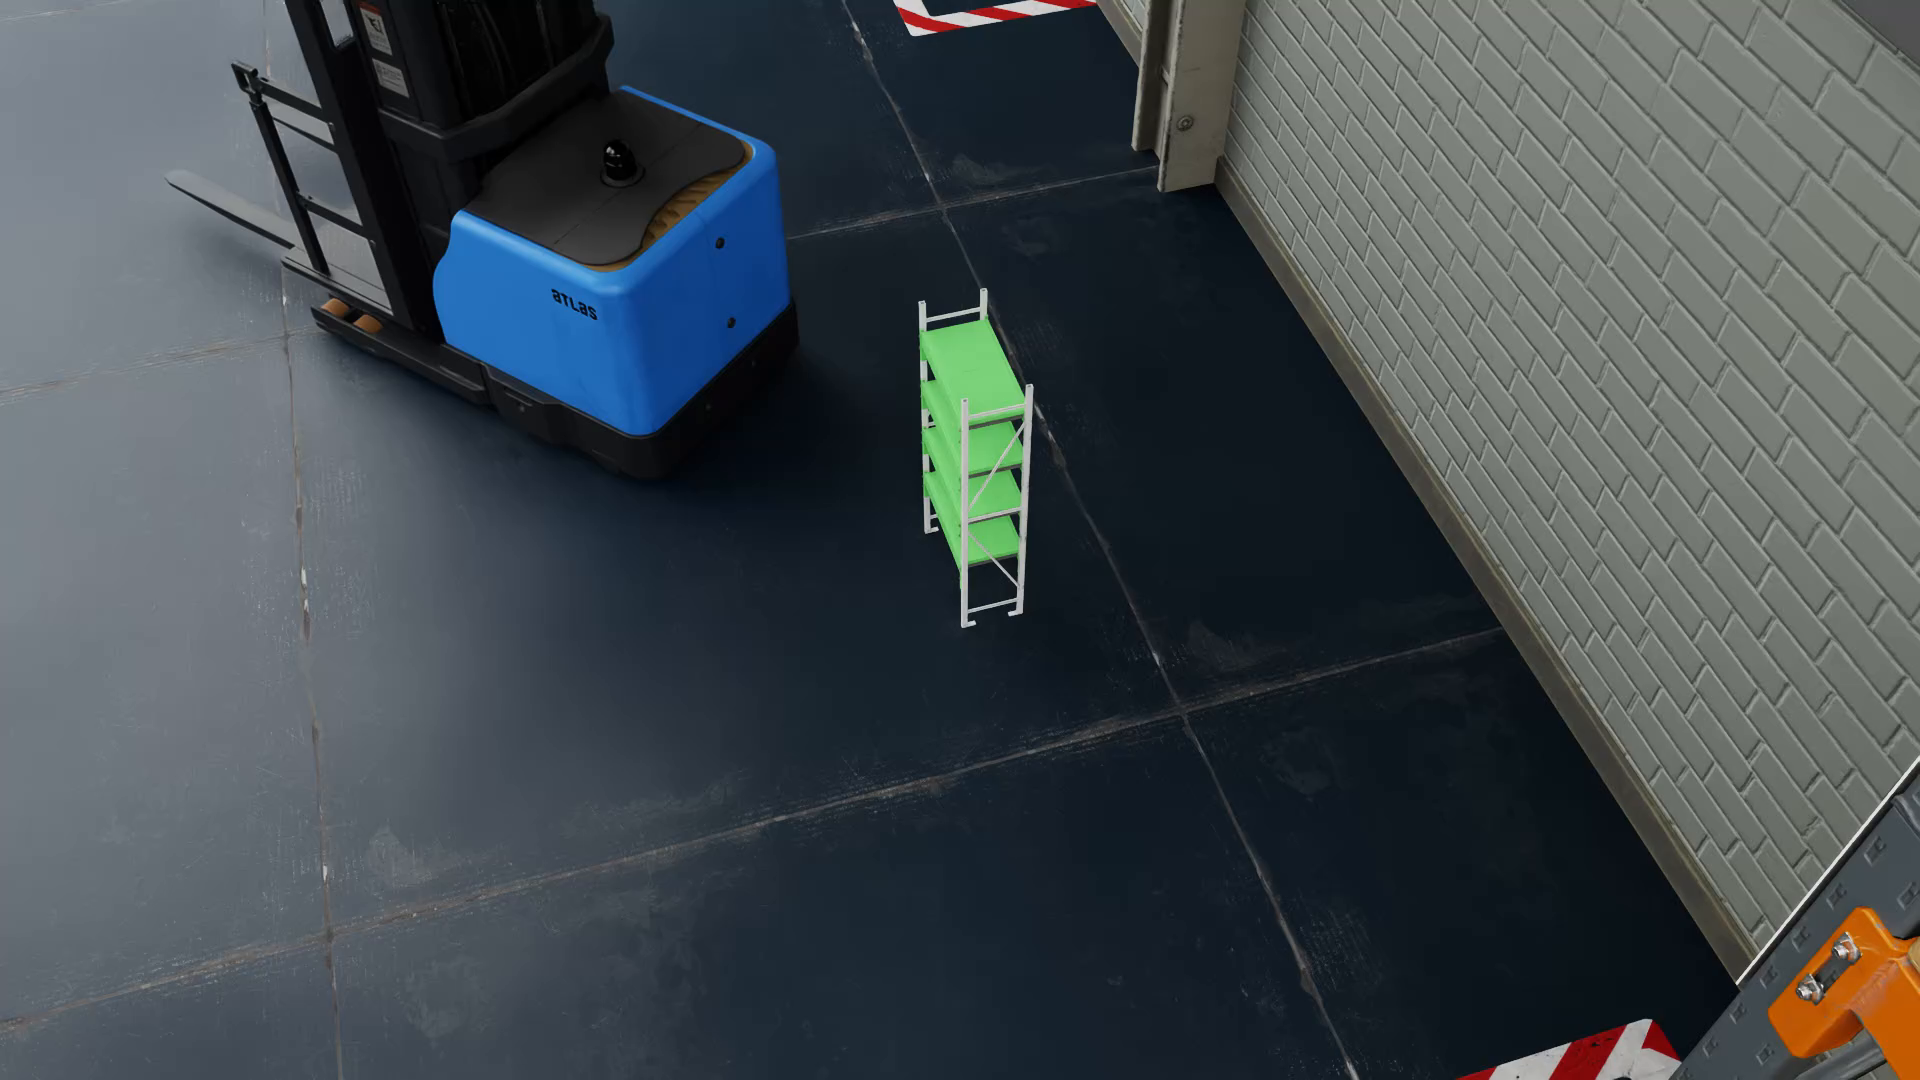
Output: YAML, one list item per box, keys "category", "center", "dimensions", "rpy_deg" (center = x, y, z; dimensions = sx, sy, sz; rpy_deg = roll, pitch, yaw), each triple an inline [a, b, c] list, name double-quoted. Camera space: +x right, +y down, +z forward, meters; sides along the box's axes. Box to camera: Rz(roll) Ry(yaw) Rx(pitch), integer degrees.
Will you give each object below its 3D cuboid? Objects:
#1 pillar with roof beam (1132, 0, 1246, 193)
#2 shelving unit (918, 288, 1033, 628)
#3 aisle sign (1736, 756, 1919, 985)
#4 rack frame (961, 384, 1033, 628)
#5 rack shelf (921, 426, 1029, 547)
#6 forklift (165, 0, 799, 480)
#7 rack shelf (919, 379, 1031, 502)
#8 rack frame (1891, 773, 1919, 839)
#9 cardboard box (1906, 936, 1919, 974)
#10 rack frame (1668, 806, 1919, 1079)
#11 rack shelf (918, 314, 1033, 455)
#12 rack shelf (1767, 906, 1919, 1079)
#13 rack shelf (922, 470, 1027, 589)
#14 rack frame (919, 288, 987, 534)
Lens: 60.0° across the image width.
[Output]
- category: "pillar with roof beam"
  center: [-3.065, -3.763, 3.826]
  dimensions: [9.100, 9.000, 0.400]
  rpy_deg: [-13, 51, -11]
- category: "shelving unit"
  center: [0.049, -0.266, 5.979]
  dimensions: [0.258, 1.200, 0.503]
  rpy_deg: [-13, 51, -11]
- category: "aisle sign"
  center: [1.481, 0.441, 2.506]
  dimensions: [0.394, 0.787, 0.004]
  rpy_deg: [-13, 51, -11]
- category: "rack frame"
  center: [0.121, -0.088, 5.829]
  dimensions: [0.240, 1.200, 0.015]
  rpy_deg: [-13, 51, -11]
- category: "rack shelf"
  center: [0.049, -0.225, 6.028]
  dimensions: [0.258, 0.148, 0.480]
  rpy_deg: [-13, 51, -11]
- category: "forklift"
  center: [-2.212, -2.068, 6.366]
  dimensions: [3.031, 2.935, 1.130]
  rpy_deg: [26, 55, 20]
- category: "rack shelf"
  center: [0.049, -0.379, 5.844]
  dimensions: [0.258, 0.148, 0.480]
  rpy_deg: [-13, 51, -11]
- category: "rack frame"
  center: [1.789, -0.670, 1.219]
  dimensions: [1.000, 3.000, 0.127]
  rpy_deg: [-13, 51, -11]
- category: "cardboard box"
  center: [1.649, 0.559, 2.066]
  dimensions: [0.500, 0.500, 0.500]
  rpy_deg: [-12, 51, -10]
- category: "rack frame"
  center: [1.789, 1.264, 3.512]
  dimensions: [1.000, 3.000, 0.127]
  rpy_deg: [-13, 51, -11]
- category: "rack shelf"
  center: [0.049, -0.534, 5.661]
  dimensions: [0.258, 0.148, 0.480]
  rpy_deg: [-13, 51, -11]
- category: "rack shelf"
  center: [2.380, 1.989, 1.409]
  dimensions: [1.077, 0.370, 4.000]
  rpy_deg: [-13, 51, -11]
- category: "rack shelf"
  center: [0.049, -0.070, 6.211]
  dimensions: [0.258, 0.148, 0.480]
  rpy_deg: [-13, 51, -11]
- category: "rack frame"
  center: [-0.023, -0.444, 6.129]
  dimensions: [0.240, 1.200, 0.015]
  rpy_deg: [-13, 51, -11]
